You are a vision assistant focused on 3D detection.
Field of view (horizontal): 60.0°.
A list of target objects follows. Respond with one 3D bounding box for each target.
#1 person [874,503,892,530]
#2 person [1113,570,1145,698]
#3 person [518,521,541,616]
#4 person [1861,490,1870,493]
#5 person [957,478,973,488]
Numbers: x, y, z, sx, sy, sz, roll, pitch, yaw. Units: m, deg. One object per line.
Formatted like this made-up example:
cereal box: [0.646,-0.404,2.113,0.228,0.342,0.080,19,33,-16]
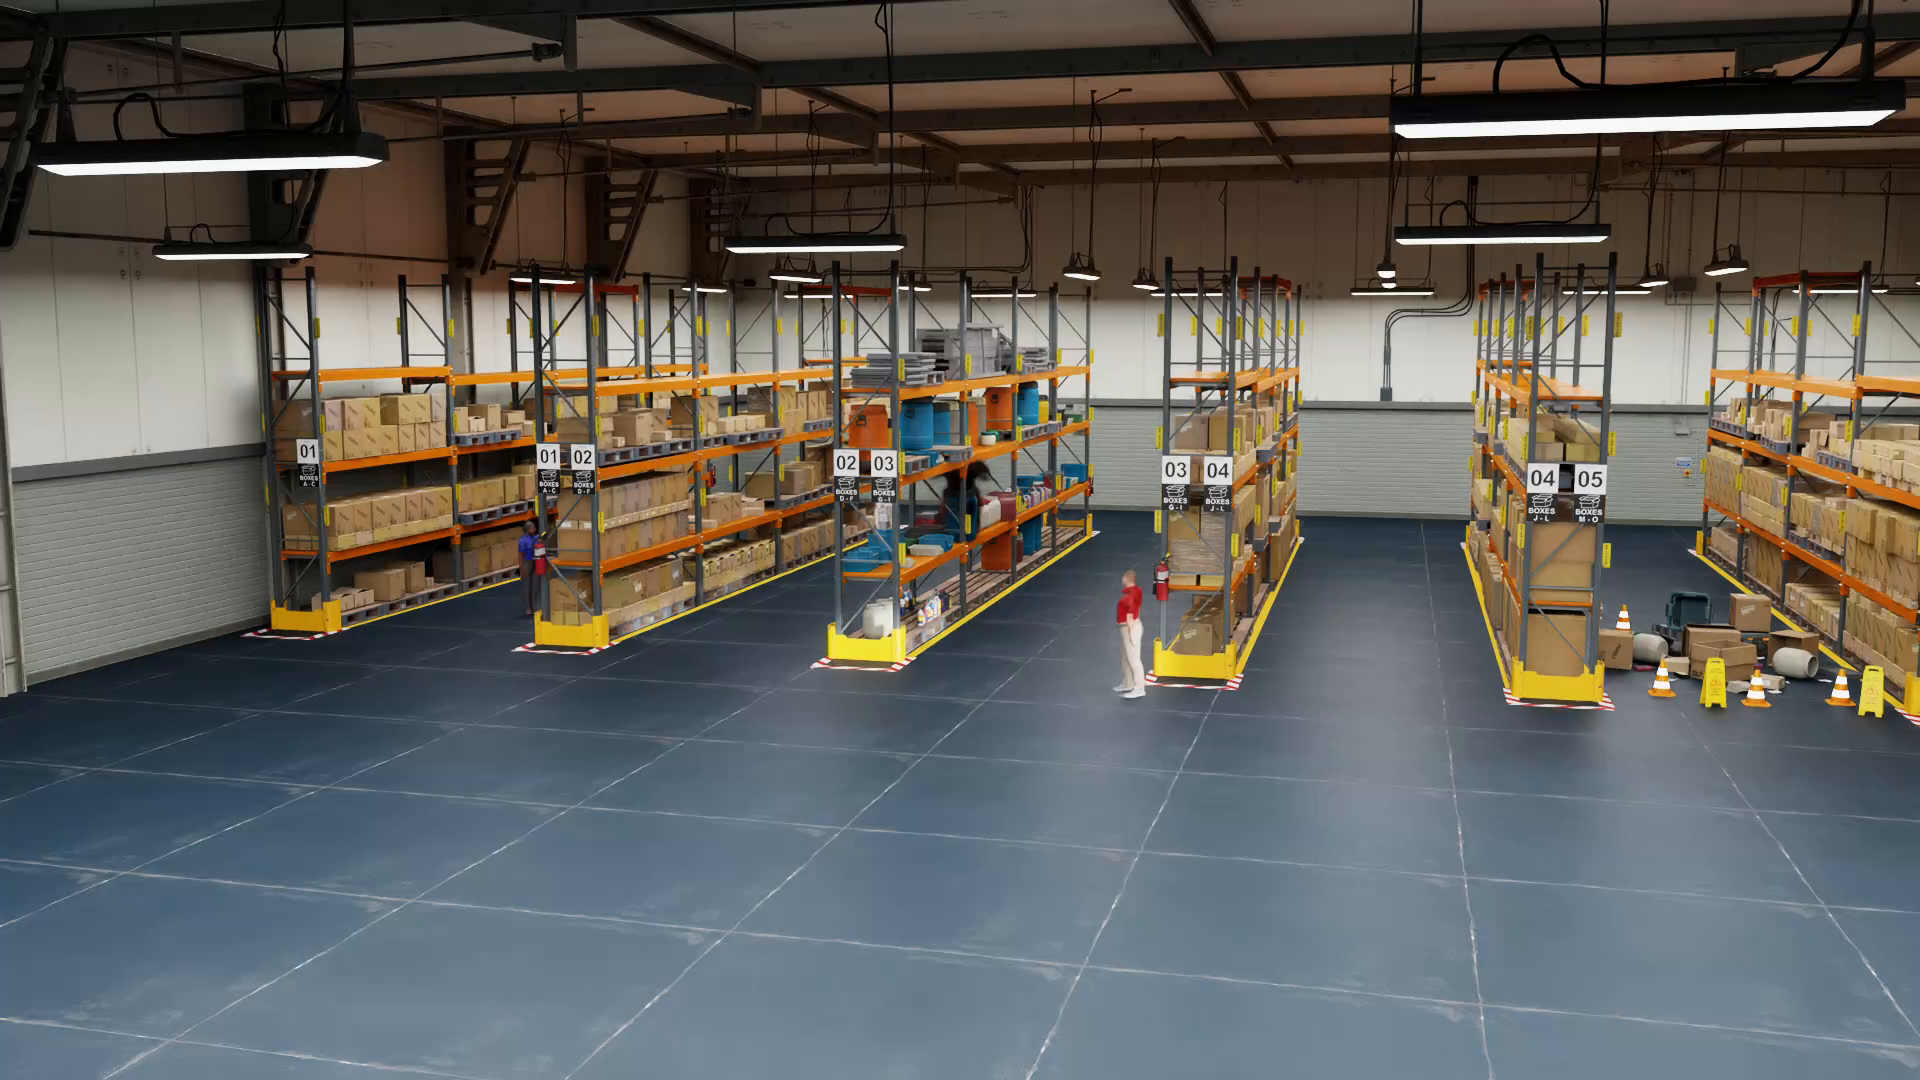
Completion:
person: [-1.576,-0.356,35.766,0.488,1.707,0.517,4,8,29]
person: [2.321,1.262,22.752,0.441,1.745,0.742,1,7,5]
person: [-7.550,0.539,29.198,0.377,1.558,0.495,6,9,40]
person: [18.521,-0.199,34.124,0.458,1.786,0.633,4,8,26]
person: [0.105,-1.013,41.232,0.498,1.561,0.759,2,8,16]
